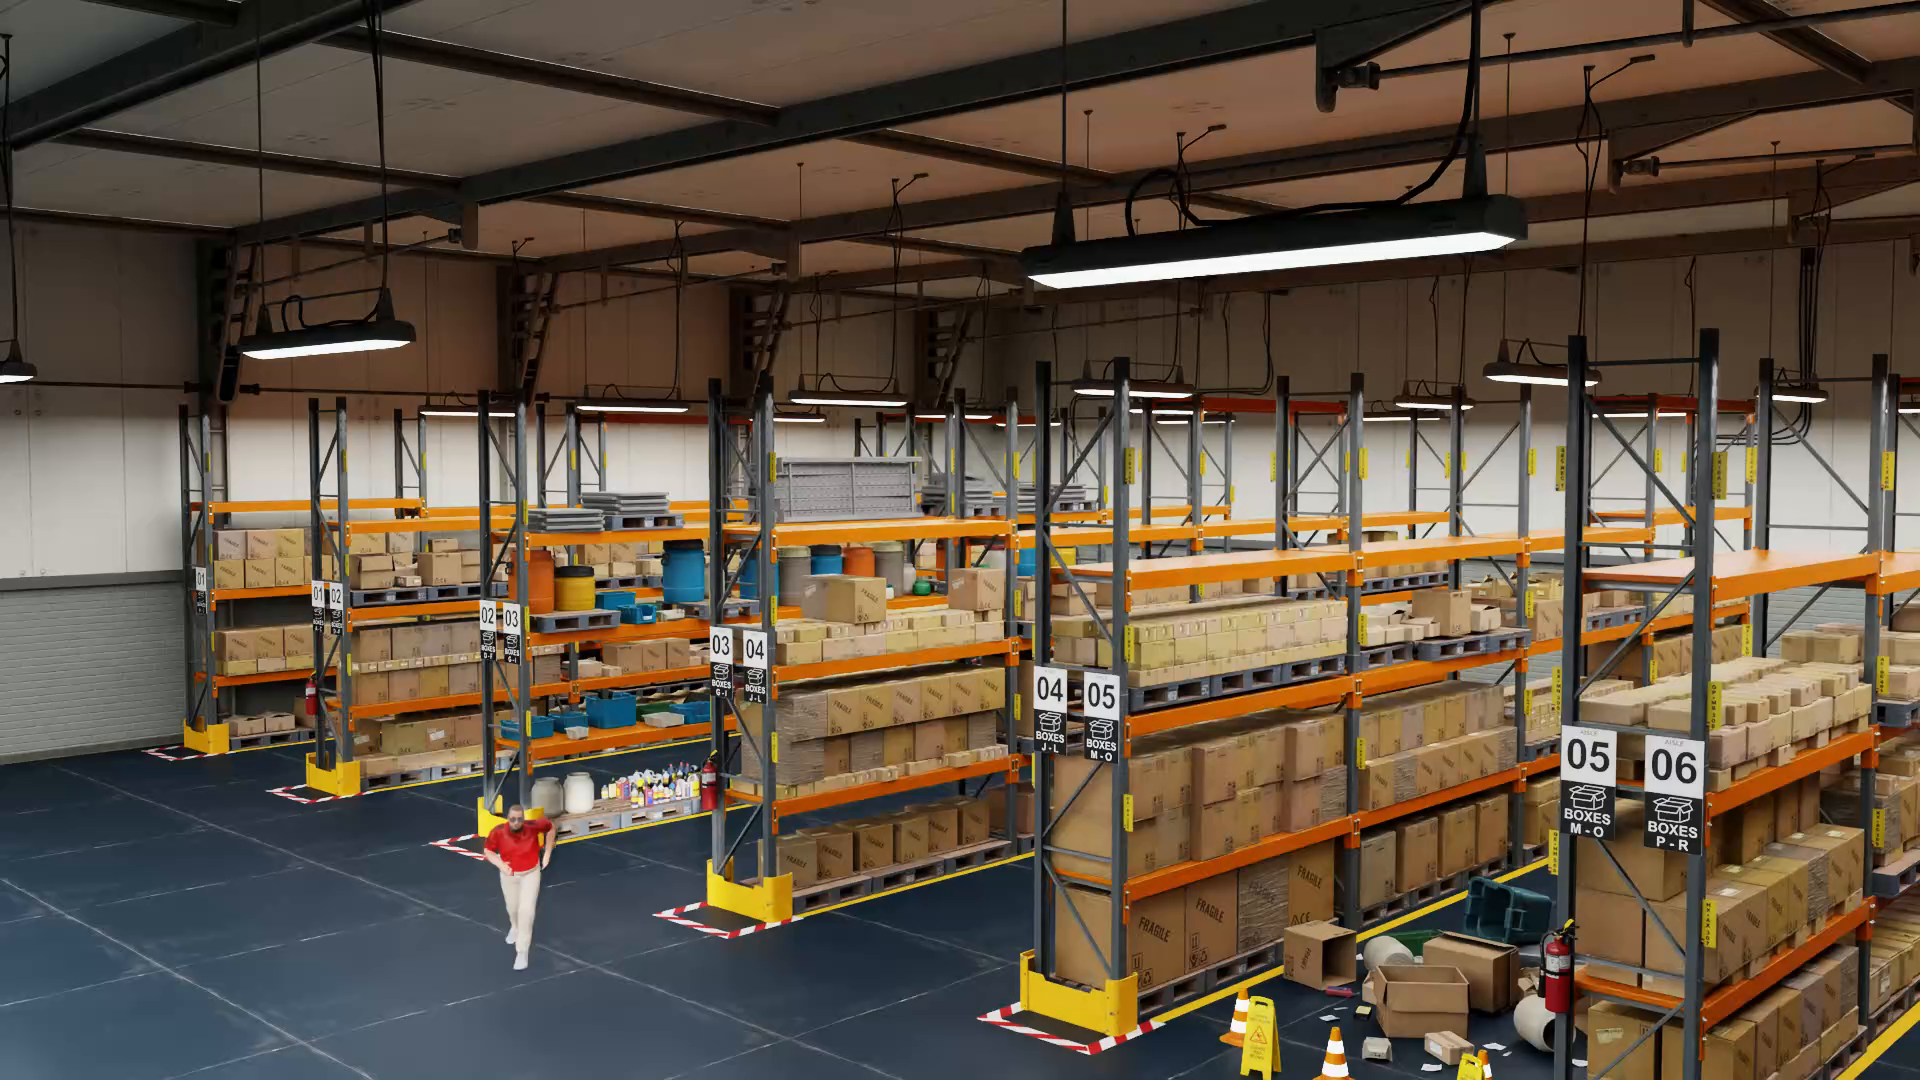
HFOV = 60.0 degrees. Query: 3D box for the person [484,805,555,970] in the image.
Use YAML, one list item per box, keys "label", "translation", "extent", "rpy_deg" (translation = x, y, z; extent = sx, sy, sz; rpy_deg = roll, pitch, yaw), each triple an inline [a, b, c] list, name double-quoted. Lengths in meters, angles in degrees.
- label: "person"
  translation: [-4.505, 3.477, 17.040]
  extent: [0.706, 1.698, 1.006]
  rpy_deg: [-1, 3, -14]
